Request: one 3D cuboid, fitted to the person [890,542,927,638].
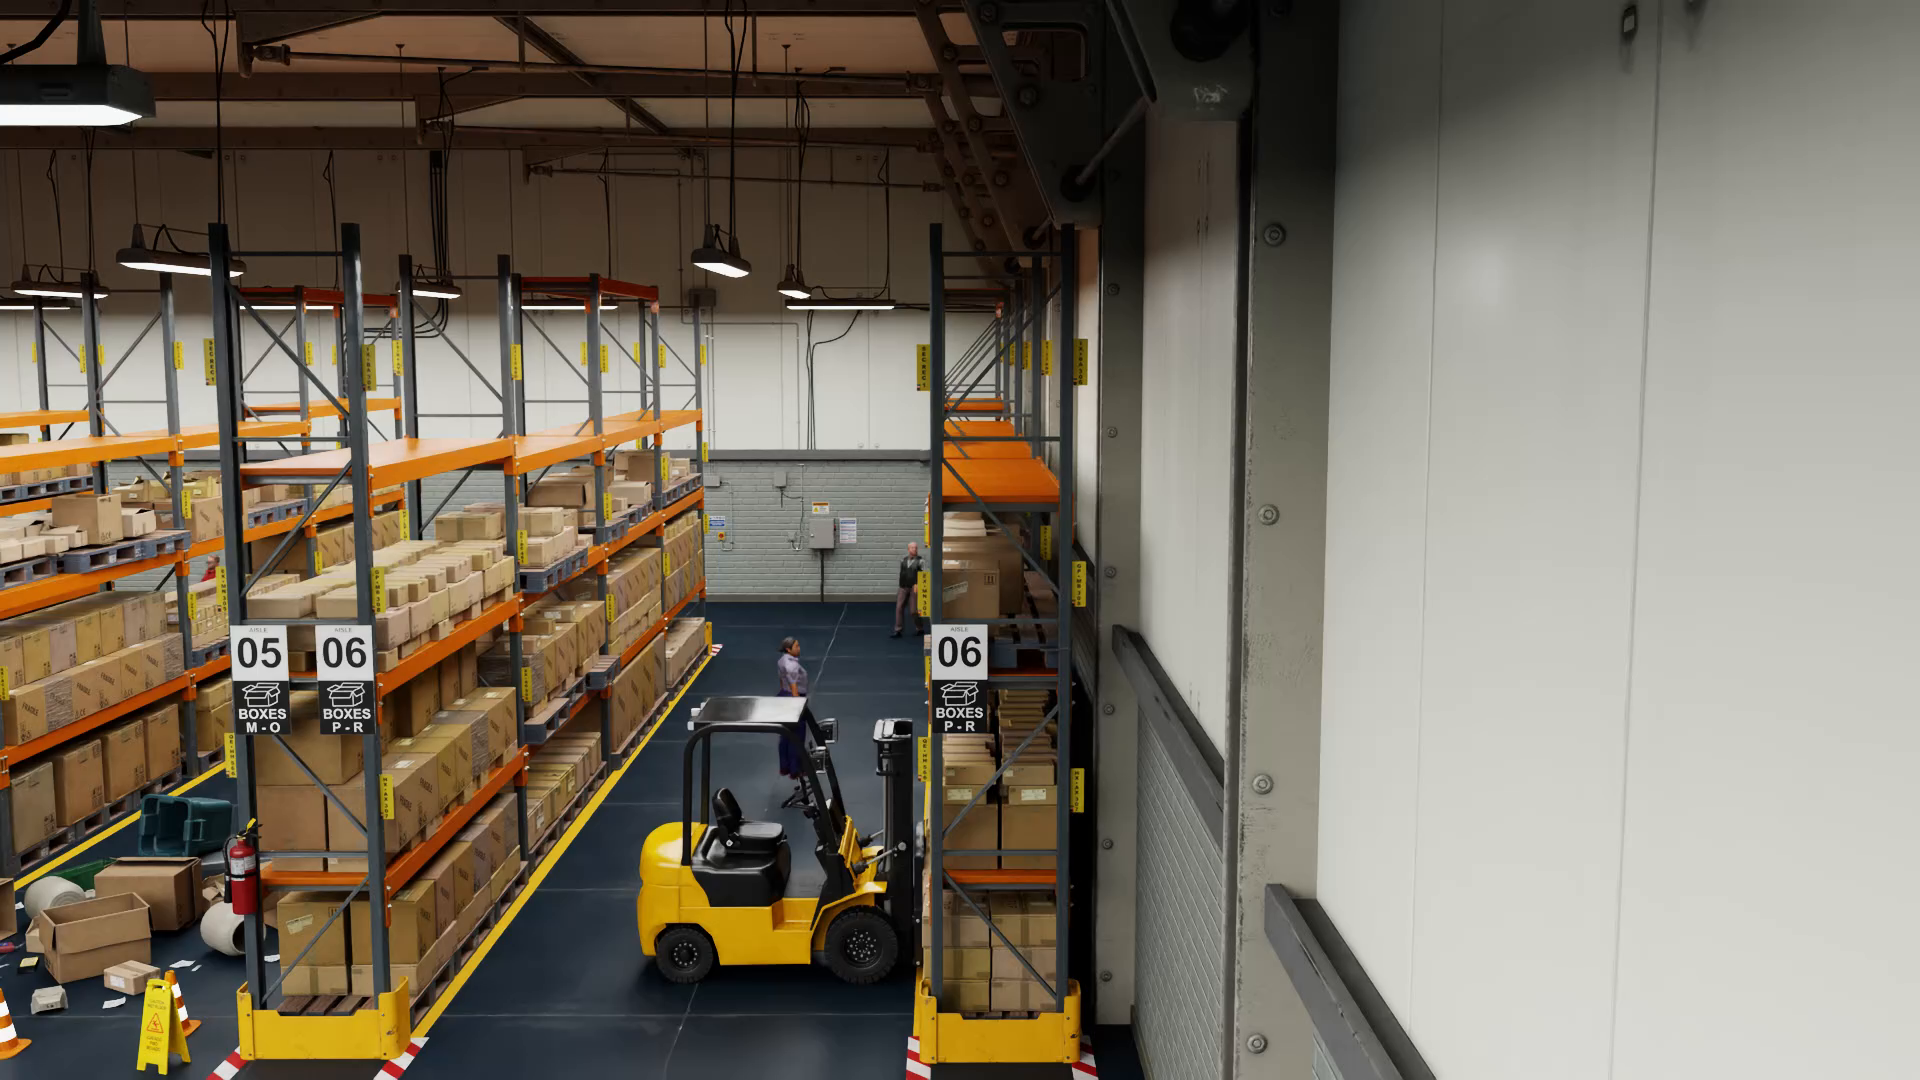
[{"bbox_3d":[-0.928,0.909,29.607,0.577,1.695,0.731,3,7,27],"label":"person"}]

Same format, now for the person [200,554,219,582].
[{"bbox_3d":[-12.385,1.109,27.514,0.642,1.756,0.394,6,9,40],"label":"person"}]

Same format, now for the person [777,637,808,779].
[{"bbox_3d":[-1.935,1.935,19.291,0.390,1.647,0.533,-3,7,-26],"label":"person"}]
